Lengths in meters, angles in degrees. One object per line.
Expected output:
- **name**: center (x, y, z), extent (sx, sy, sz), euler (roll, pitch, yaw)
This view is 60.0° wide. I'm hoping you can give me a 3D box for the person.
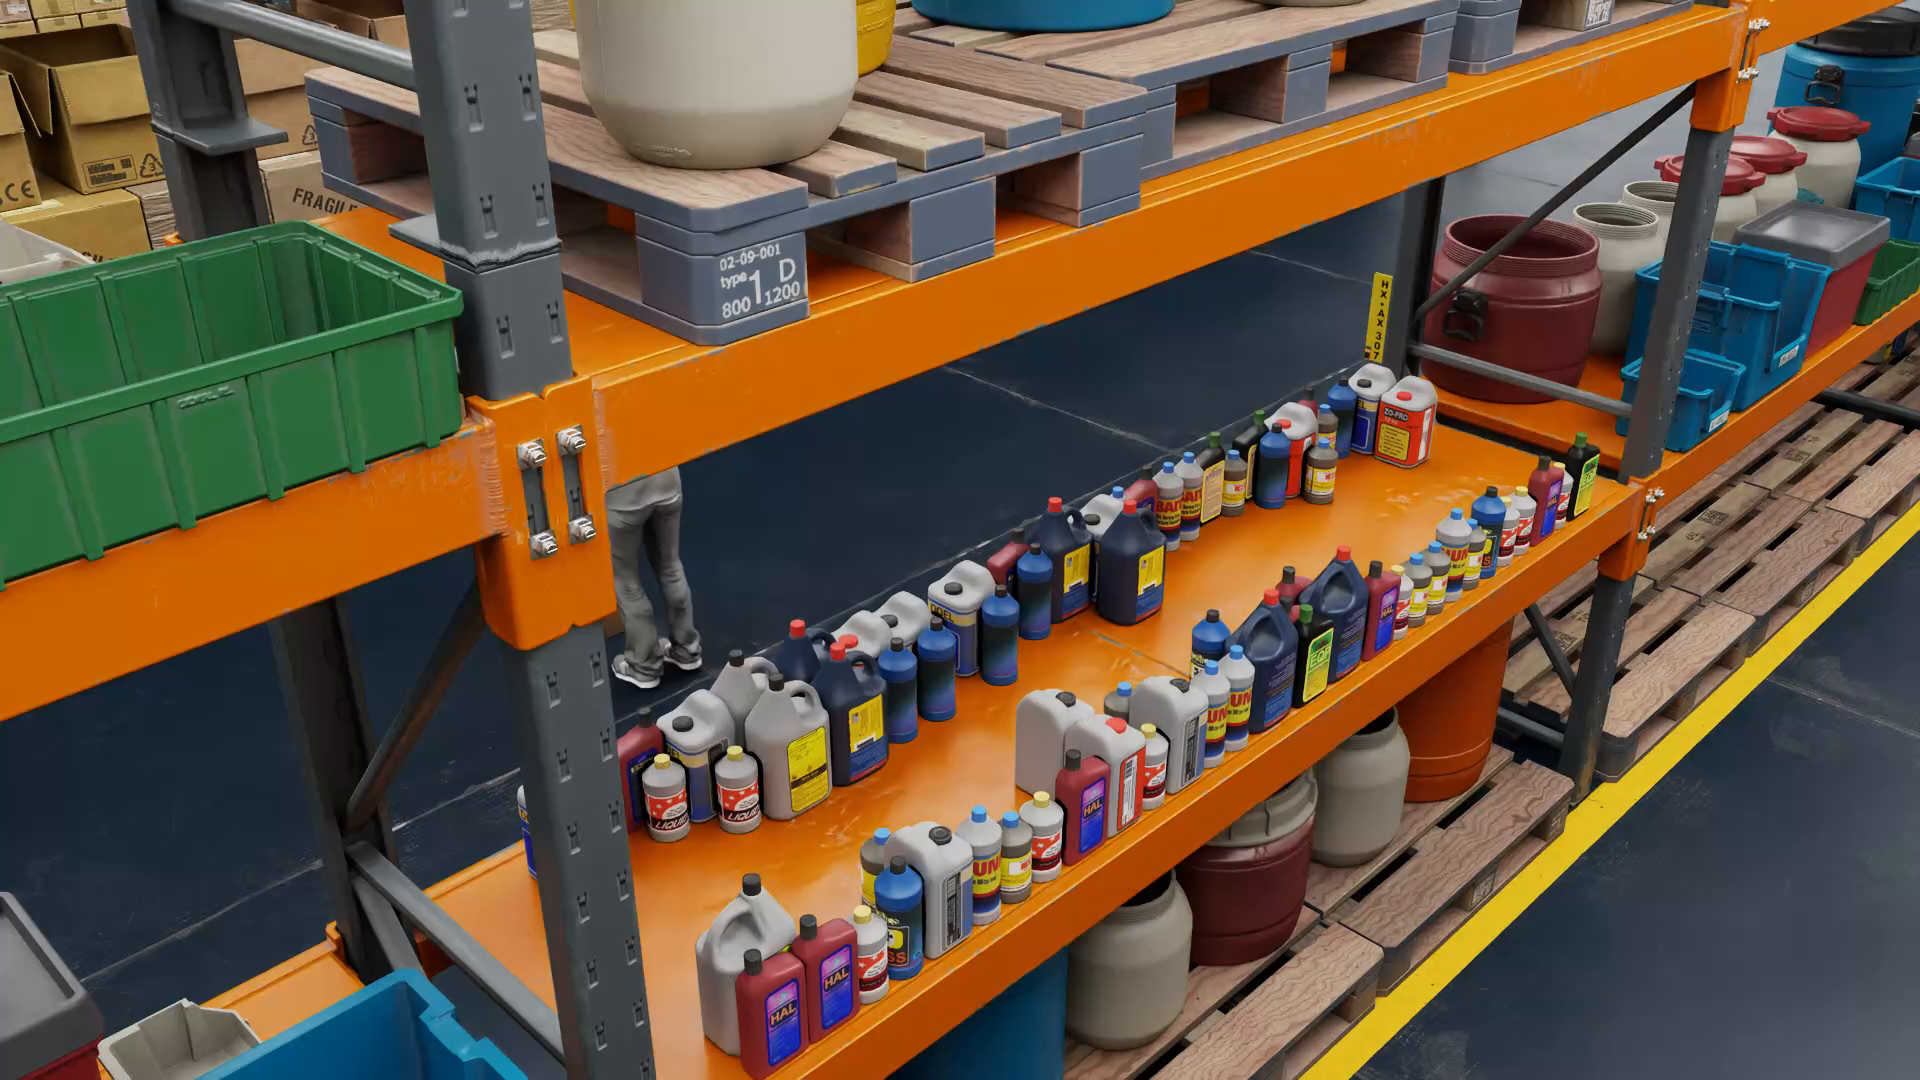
- **person**: center (-1.256, -0.157, 6.437), extent (0.407, 1.595, 0.304), euler (-25, 37, -38)
